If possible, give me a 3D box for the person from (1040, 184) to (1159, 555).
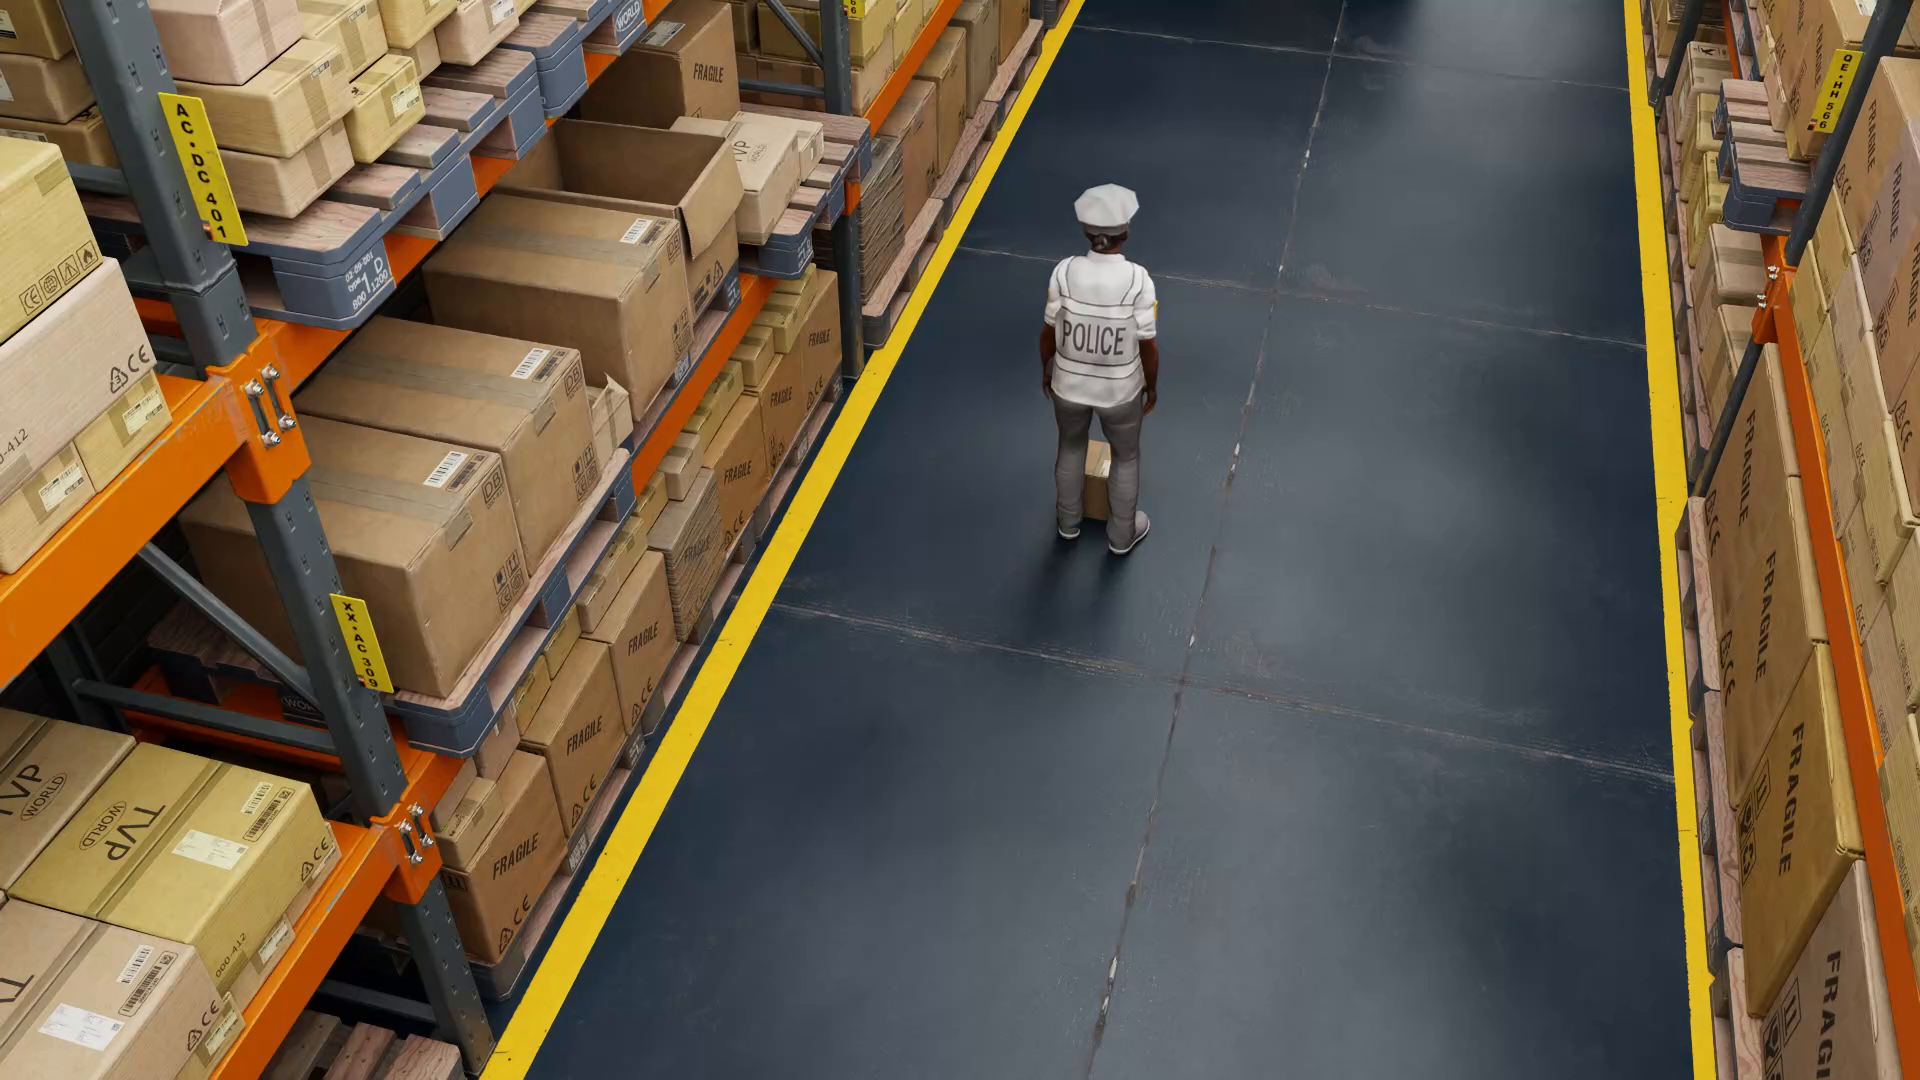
[{"bbox_3d":[0.582,-0.656,6.905,0.506,1.660,0.415,10,42,12],"label":"person"}]
